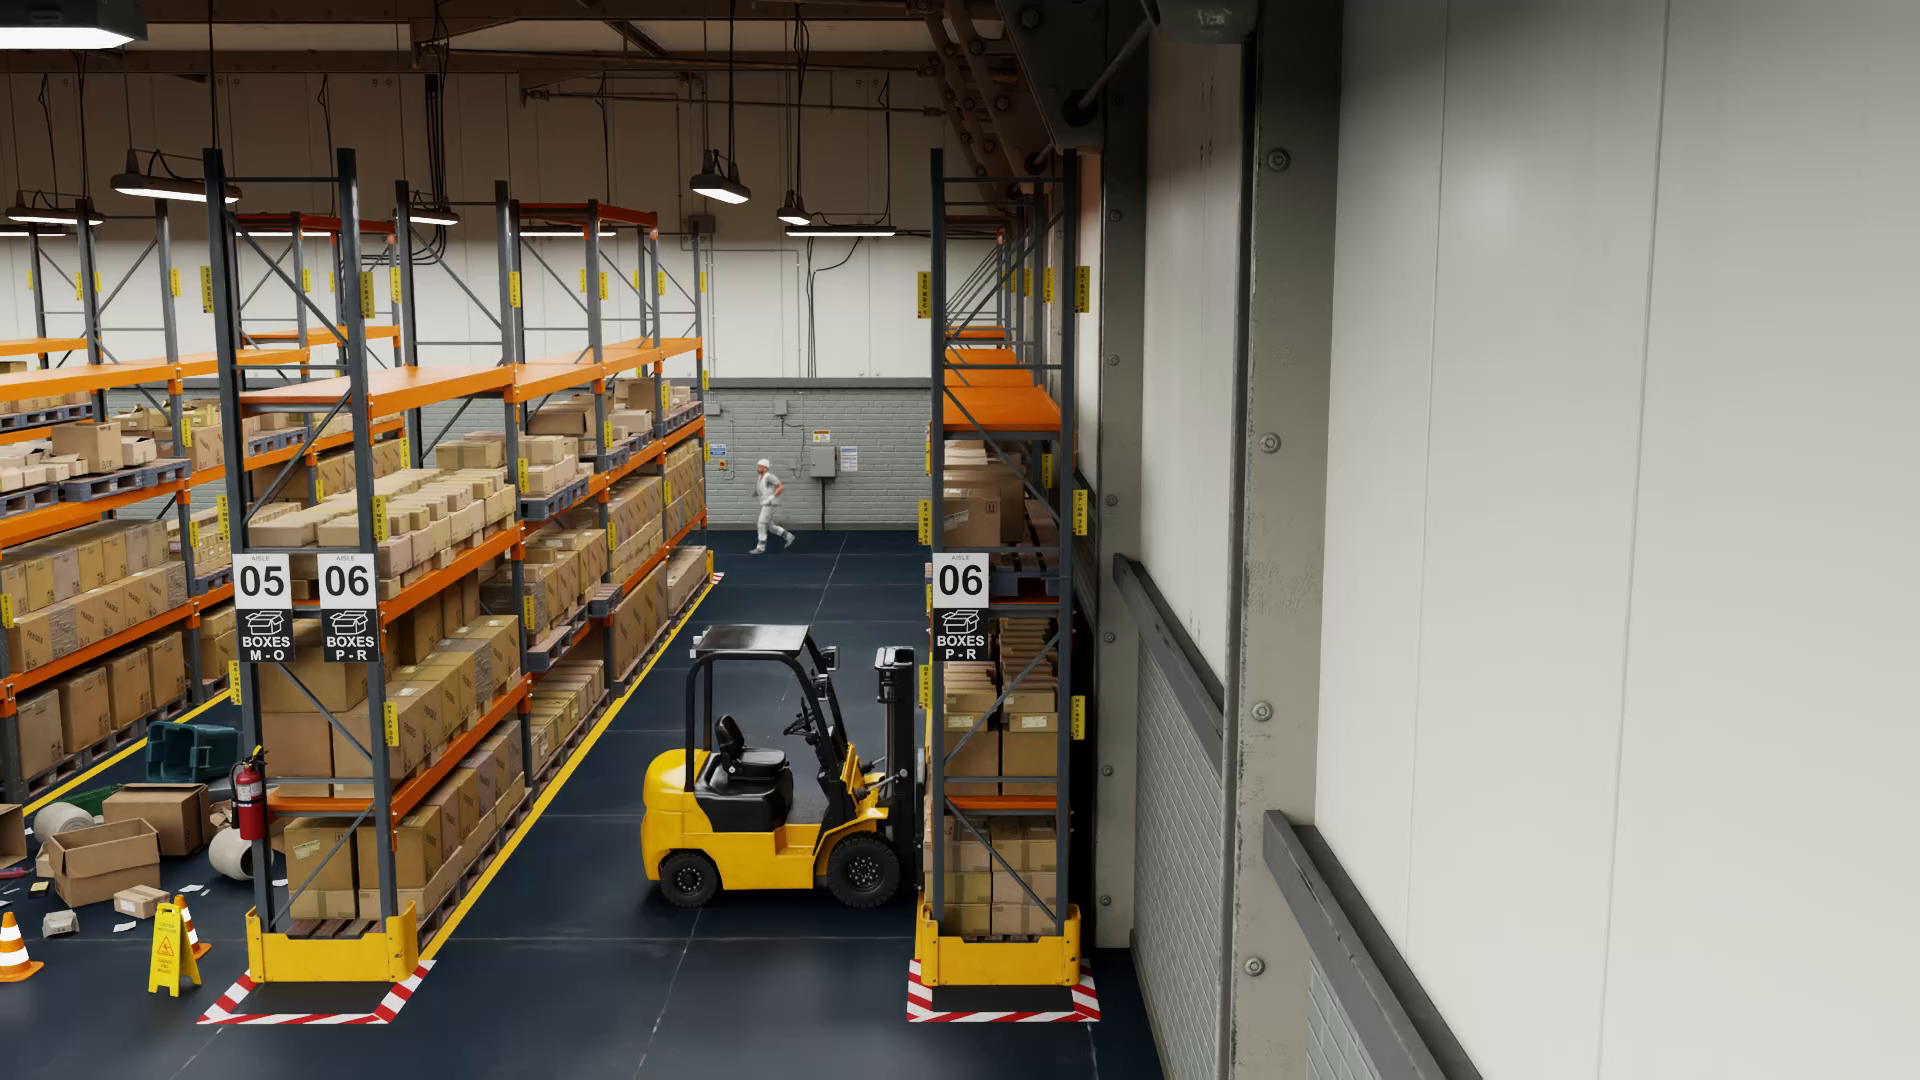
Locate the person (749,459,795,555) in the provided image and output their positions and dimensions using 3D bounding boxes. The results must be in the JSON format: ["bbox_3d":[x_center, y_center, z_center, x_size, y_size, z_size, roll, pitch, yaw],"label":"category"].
[{"bbox_3d":[-3.543,-0.637,30.968,0.933,1.748,0.701,-5,10,-28],"label":"person"}]
